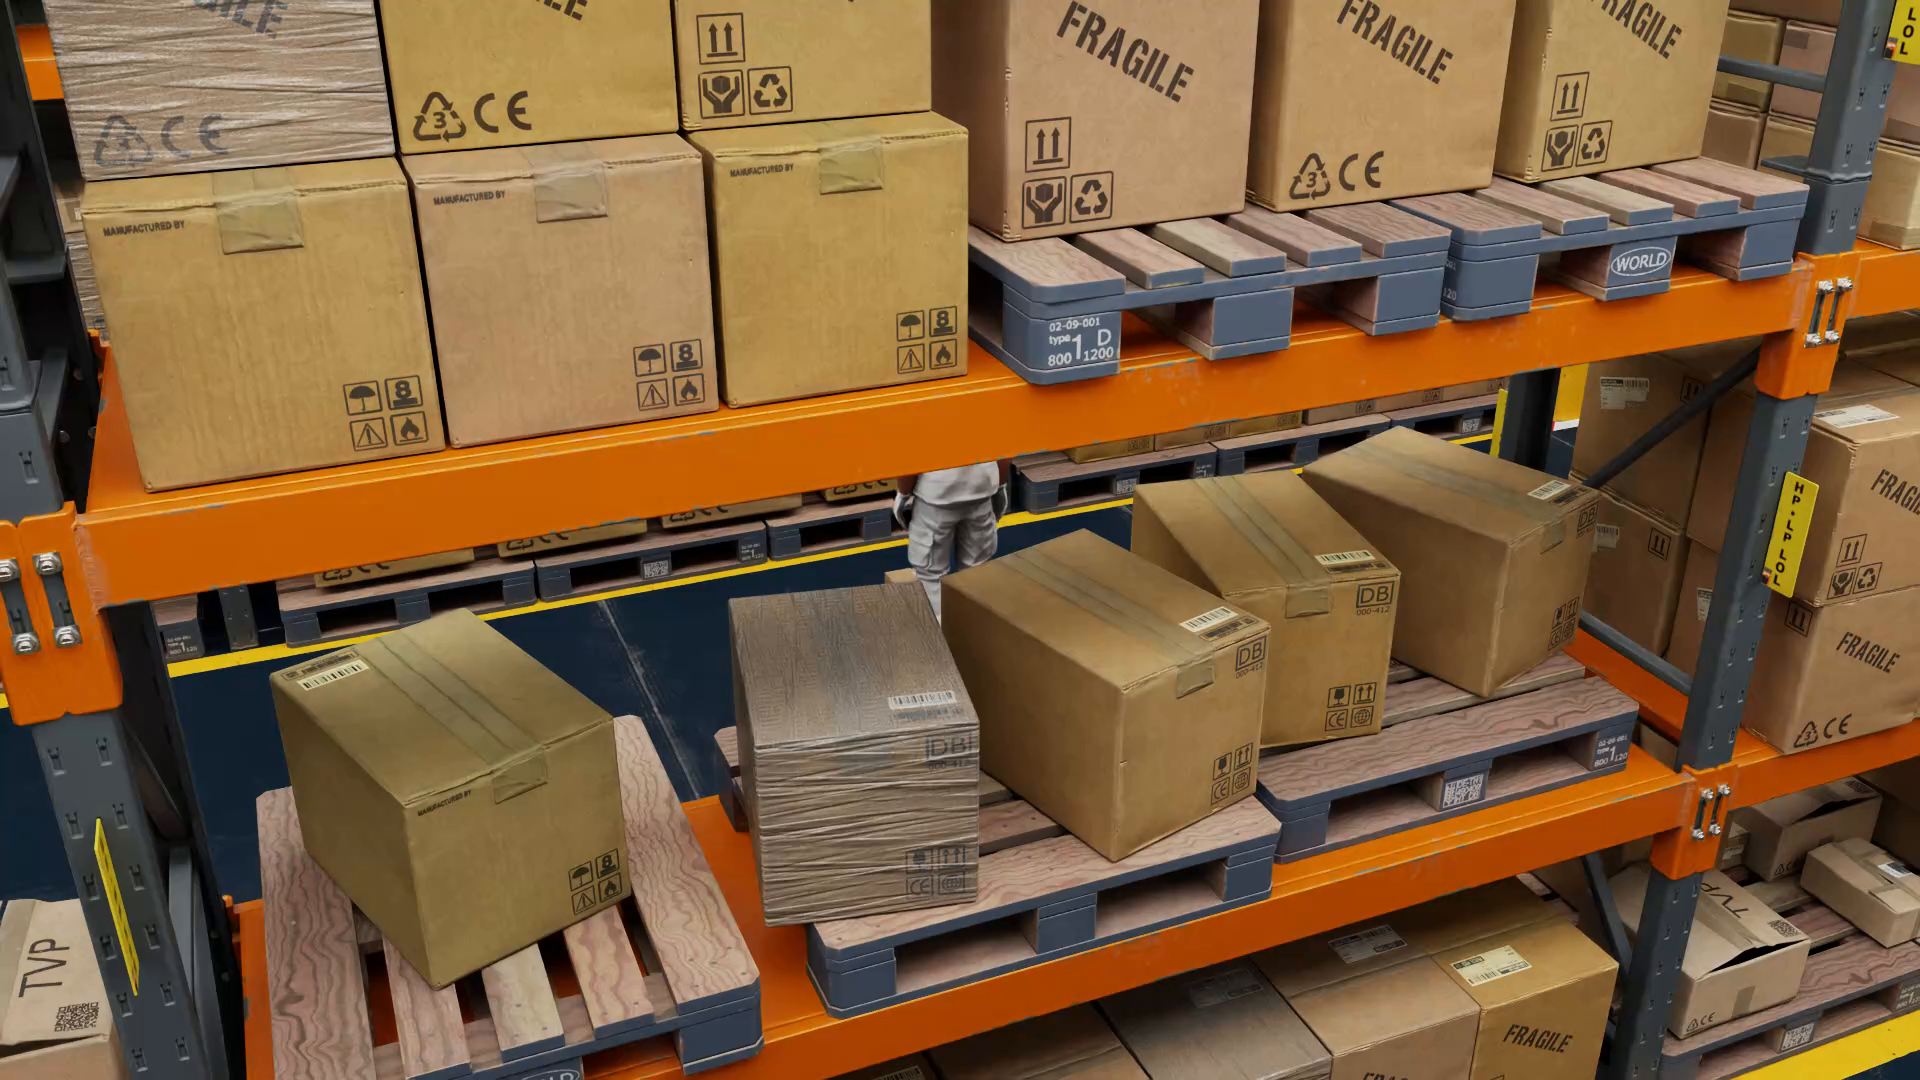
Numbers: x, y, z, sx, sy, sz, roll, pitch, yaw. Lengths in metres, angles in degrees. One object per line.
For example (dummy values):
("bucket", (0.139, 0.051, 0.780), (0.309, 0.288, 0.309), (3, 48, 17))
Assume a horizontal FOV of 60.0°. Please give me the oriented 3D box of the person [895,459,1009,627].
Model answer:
("person", (-0.032, -0.186, 7.490), (0.527, 1.813, 0.344), (-10, 27, -19))
